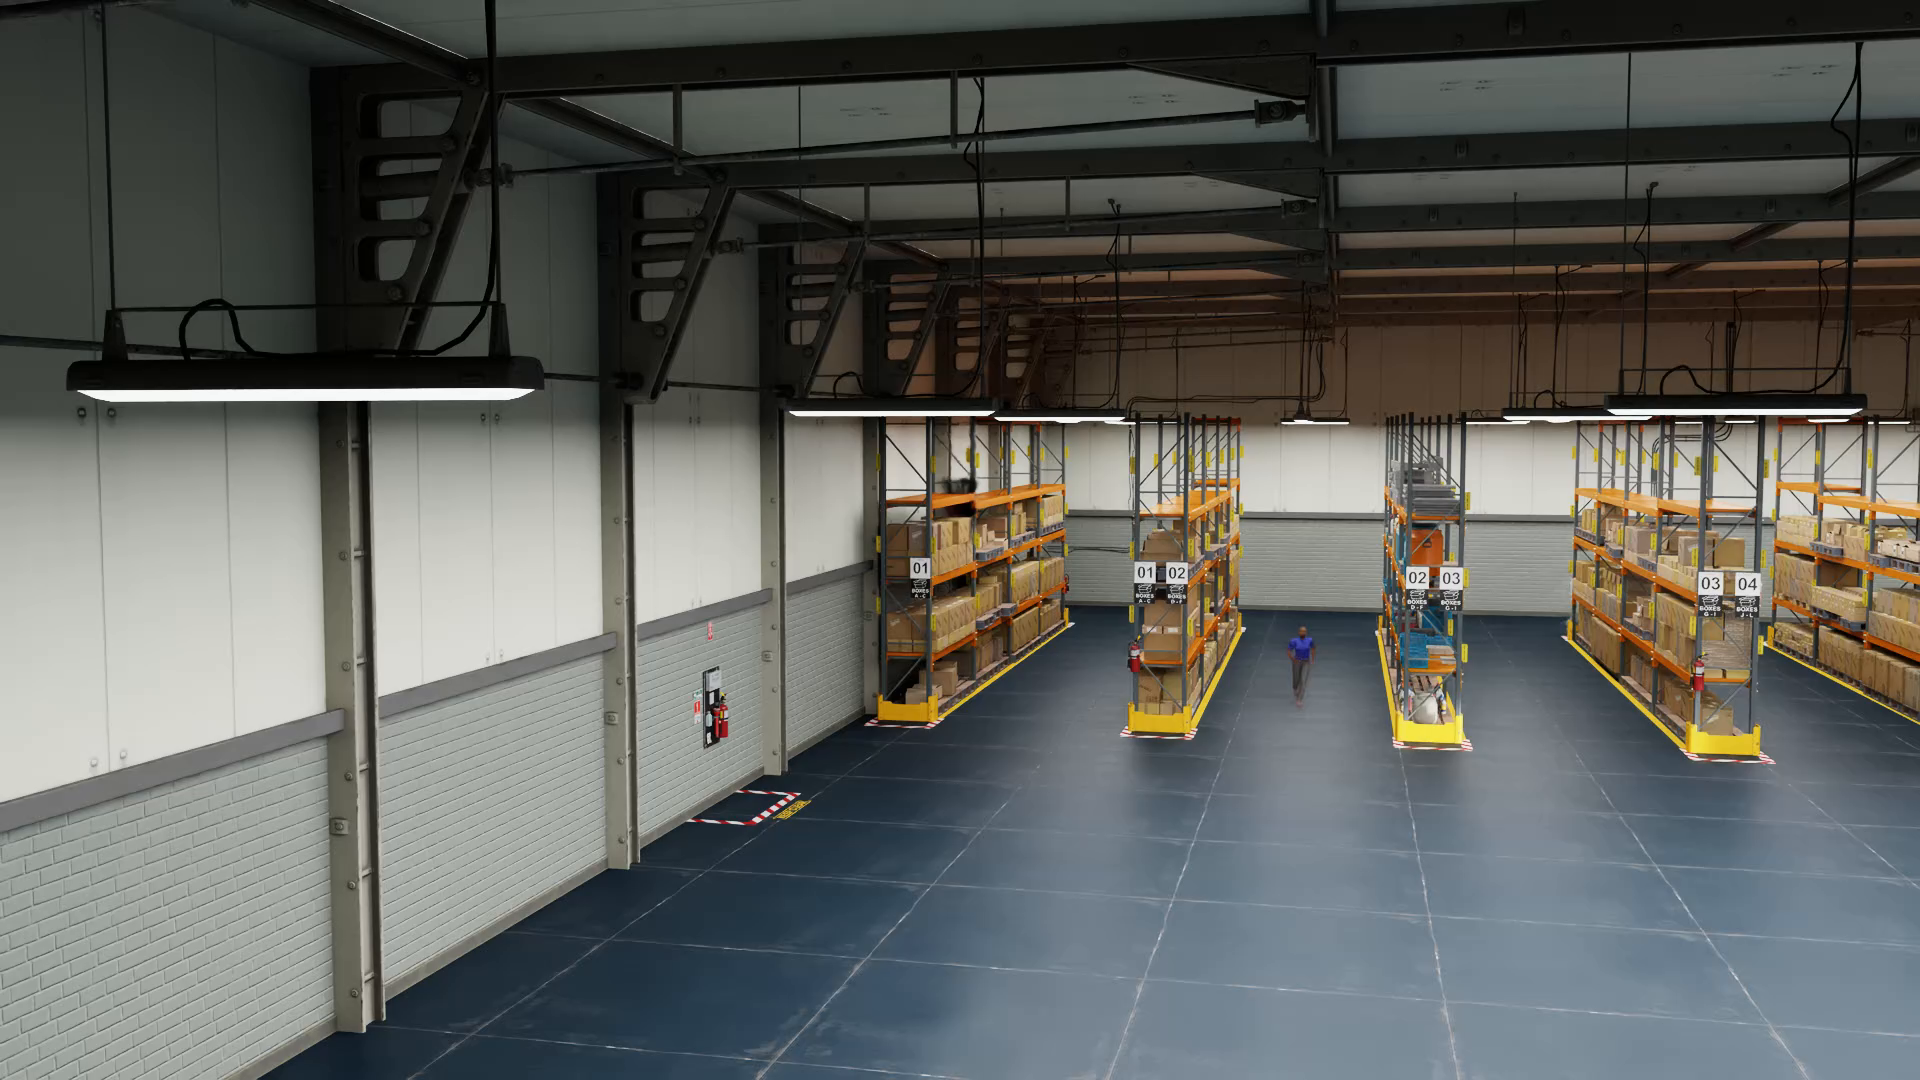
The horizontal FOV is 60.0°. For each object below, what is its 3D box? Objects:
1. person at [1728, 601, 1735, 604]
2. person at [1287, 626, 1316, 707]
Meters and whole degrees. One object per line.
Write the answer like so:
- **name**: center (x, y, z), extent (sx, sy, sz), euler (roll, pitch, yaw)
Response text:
- **person**: center (19.653, 2.028, 42.449), extent (0.641, 1.708, 0.841), euler (1, 4, 15)
- **person**: center (7.071, 2.591, 34.462), extent (0.599, 1.645, 0.845), euler (0, 4, 4)
